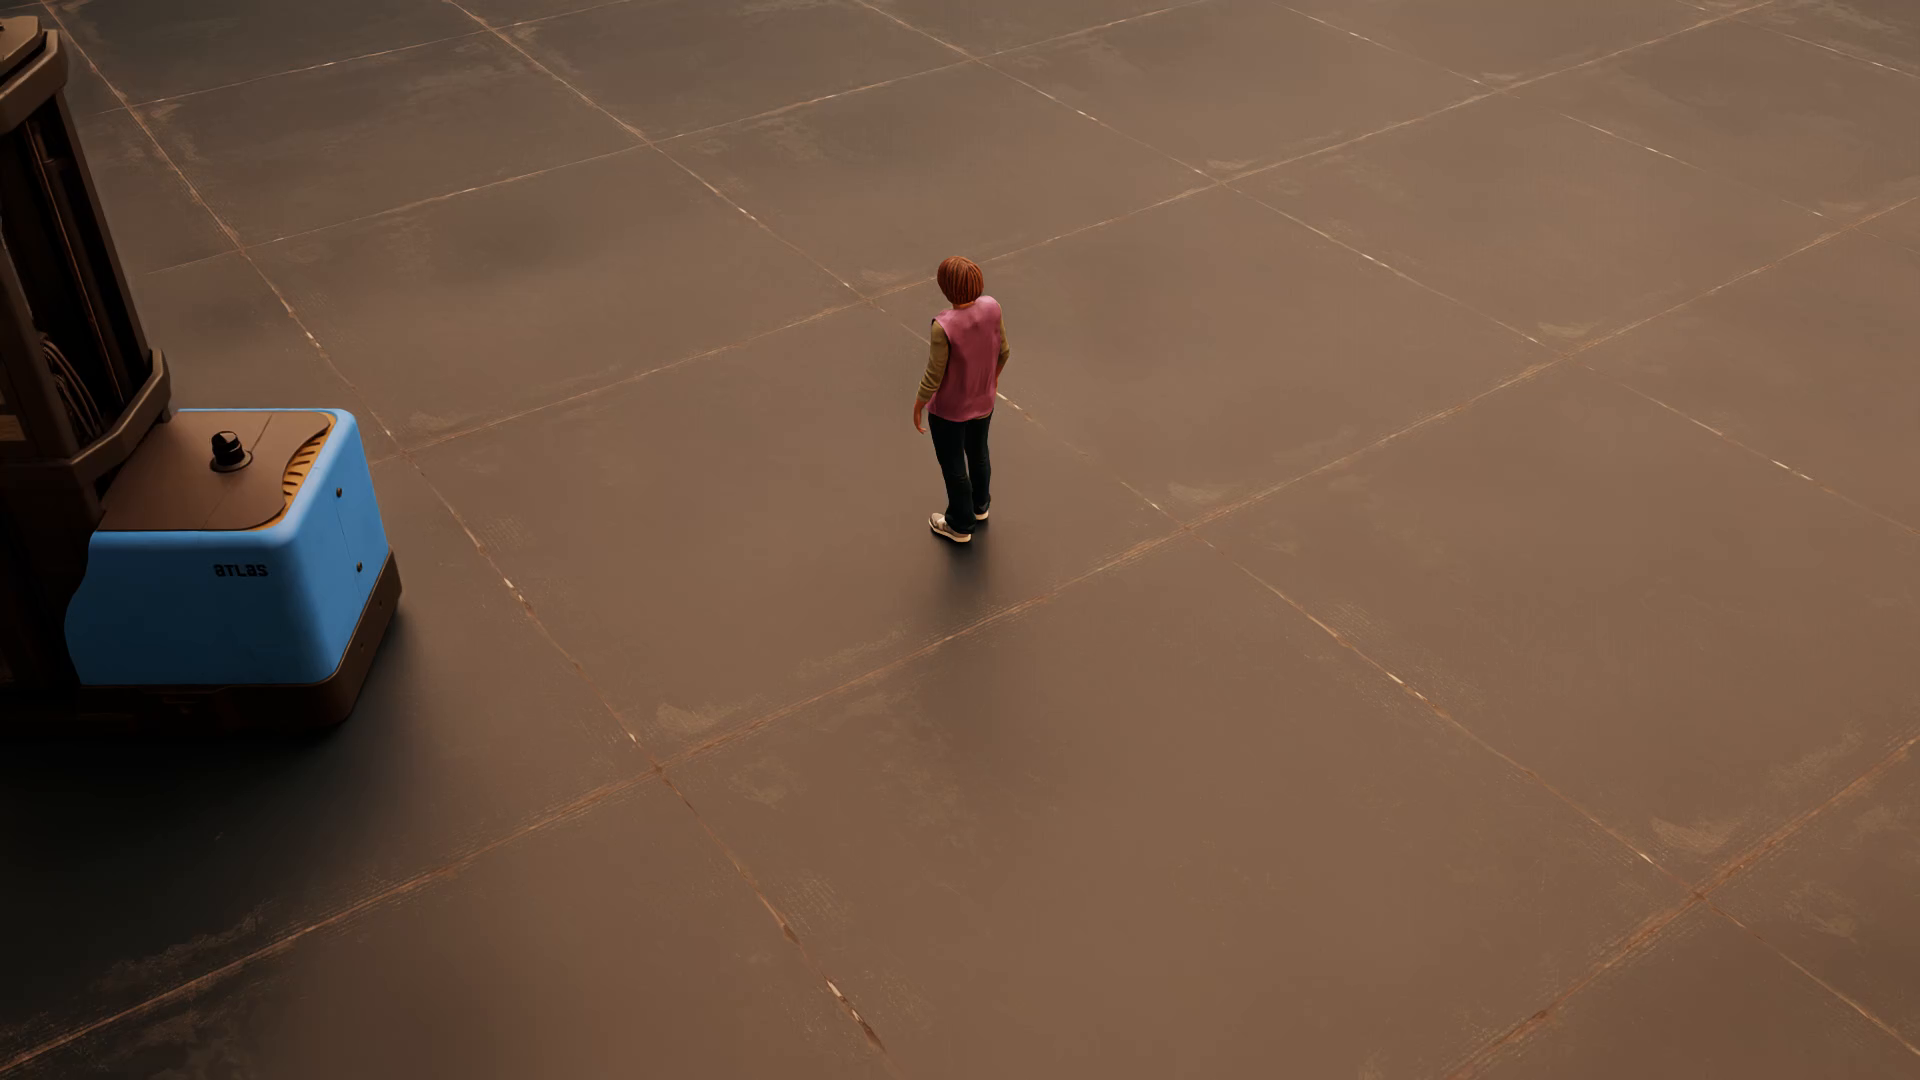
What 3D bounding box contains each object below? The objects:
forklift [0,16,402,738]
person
[{"bbox_3d":[-4.184,-0.615,6.776,3.031,2.935,1.130,0,36,0],"label":"forklift"},{"bbox_3d":[-0.031,-0.689,7.986,0.520,1.597,0.476,-23,42,-28],"label":"person"}]
